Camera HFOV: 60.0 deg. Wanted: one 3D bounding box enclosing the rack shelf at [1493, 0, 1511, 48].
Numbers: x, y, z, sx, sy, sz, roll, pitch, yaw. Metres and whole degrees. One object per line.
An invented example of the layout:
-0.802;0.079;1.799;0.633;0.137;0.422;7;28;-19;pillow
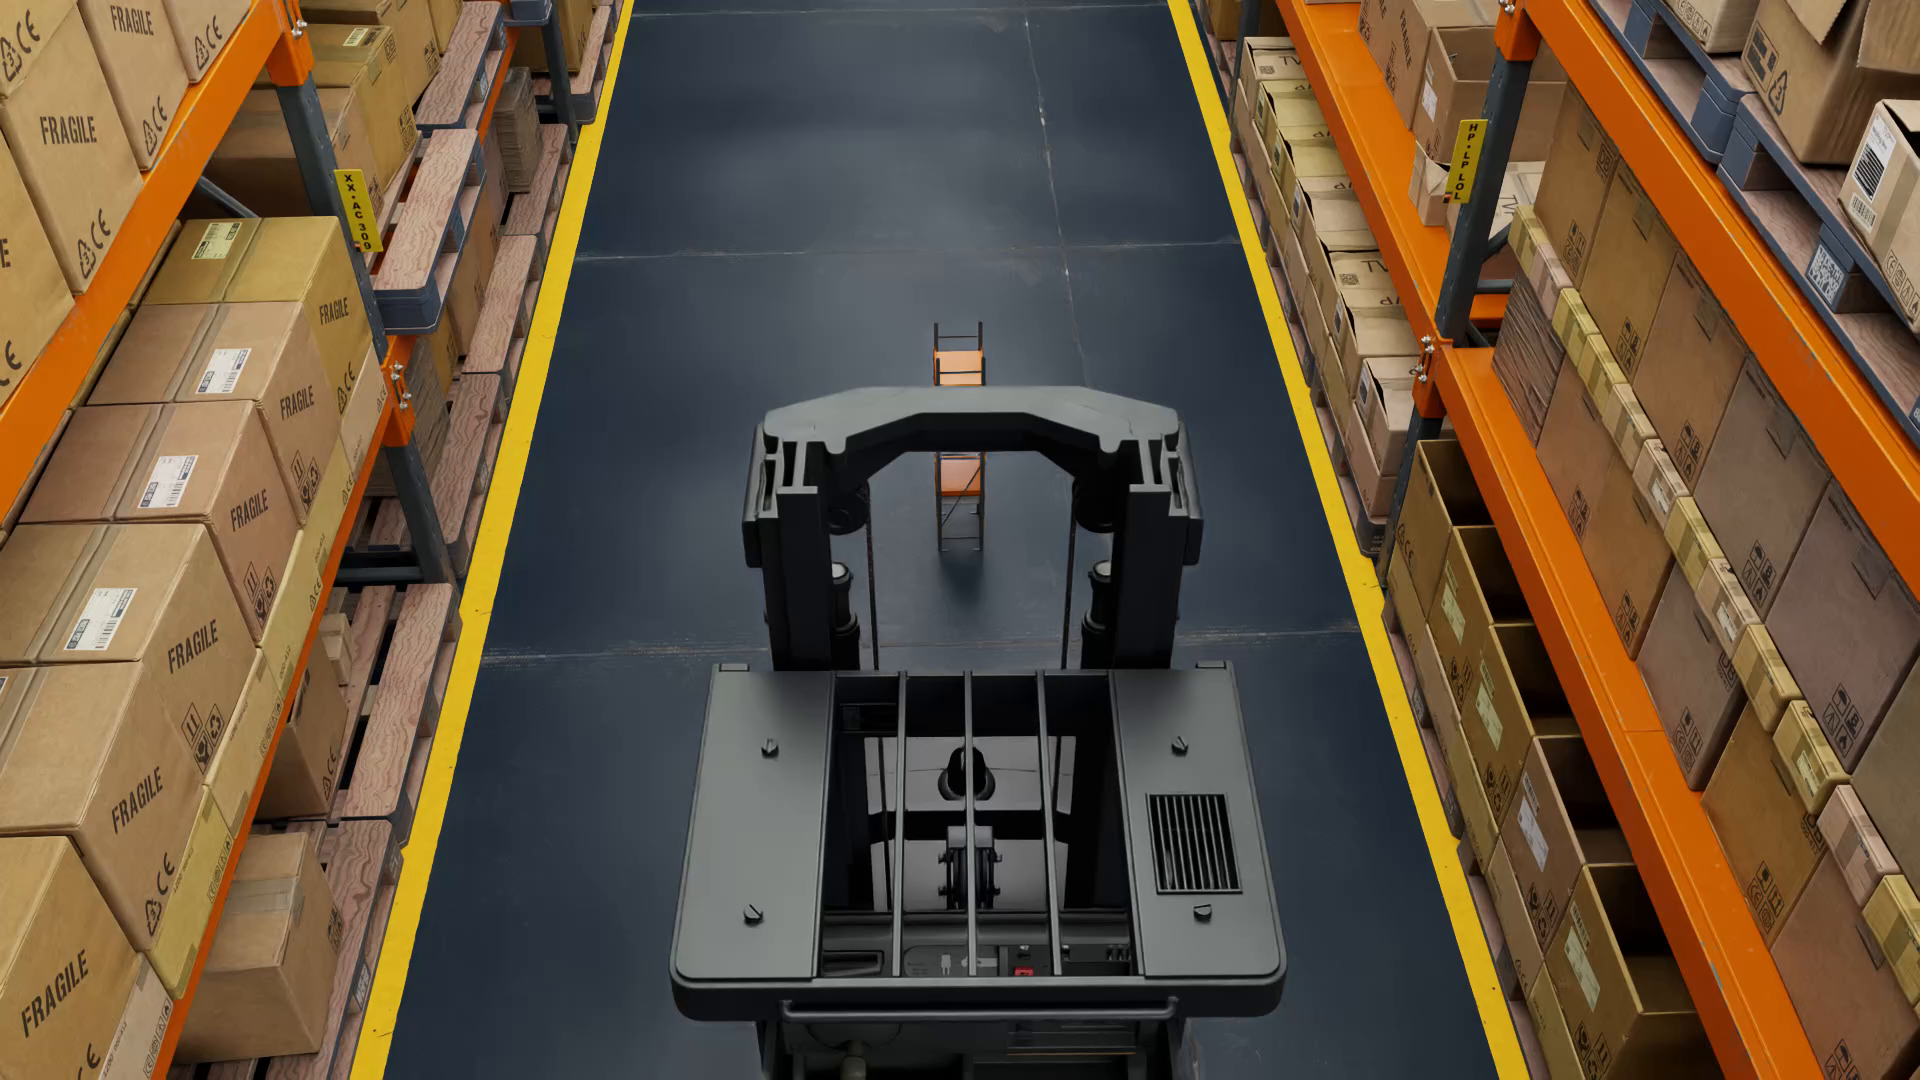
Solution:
2.228;-3.138;6.916;1.077;0.370;4.000;-2;43;-2;rack shelf

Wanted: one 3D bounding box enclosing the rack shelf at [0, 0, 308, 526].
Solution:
-2.551;-0.293;3.812;1.077;0.370;4.000;-2;43;-2;rack shelf

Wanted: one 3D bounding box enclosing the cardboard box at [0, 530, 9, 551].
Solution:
-2.758;0.328;4.363;0.500;0.500;0.500;-1;43;-1;cardboard box

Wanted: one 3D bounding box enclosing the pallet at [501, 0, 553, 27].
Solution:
-2.669;-2.954;8.545;1.213;0.211;1.003;-2;43;-2;pallet

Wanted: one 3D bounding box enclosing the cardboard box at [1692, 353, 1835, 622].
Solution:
2.402;-0.147;4.306;0.700;0.500;0.500;-2;43;-2;cardboard box

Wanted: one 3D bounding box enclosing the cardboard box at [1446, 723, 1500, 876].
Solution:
2.062;0.909;5.913;0.500;0.250;0.500;-2;43;-2;cardboard box

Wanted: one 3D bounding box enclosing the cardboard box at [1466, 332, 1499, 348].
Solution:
2.528;-0.920;7.492;0.500;0.311;0.500;-2;43;-2;cardboard box

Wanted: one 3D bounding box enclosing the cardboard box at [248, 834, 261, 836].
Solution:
-2.588;1.166;5.692;0.380;0.149;0.250;-5;43;-5;cardboard box

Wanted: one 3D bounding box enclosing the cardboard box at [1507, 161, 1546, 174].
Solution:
2.480;-1.459;6.957;0.380;0.149;0.250;-2;43;-2;cardboard box

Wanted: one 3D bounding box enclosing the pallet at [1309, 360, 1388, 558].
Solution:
2.243;-0.416;7.697;1.003;0.211;1.213;-2;43;-2;pallet

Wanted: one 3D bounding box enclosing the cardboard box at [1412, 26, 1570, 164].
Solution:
2.274;-1.859;7.134;0.500;0.500;0.500;1;43;1;cardboard box

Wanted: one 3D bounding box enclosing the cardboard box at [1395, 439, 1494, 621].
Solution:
2.020;-0.043;6.396;0.500;0.500;0.500;-2;43;-2;cardboard box

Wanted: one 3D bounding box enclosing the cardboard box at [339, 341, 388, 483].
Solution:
-2.313;-0.444;5.760;0.500;0.250;0.500;-2;43;-2;cardboard box

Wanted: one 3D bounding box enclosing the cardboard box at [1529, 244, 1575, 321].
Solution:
2.142;-0.867;5.572;0.380;0.149;0.250;-1;43;-1;cardboard box

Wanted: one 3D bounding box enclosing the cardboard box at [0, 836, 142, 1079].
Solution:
-2.197;1.004;3.625;0.500;0.500;0.500;-2;43;-2;cardboard box

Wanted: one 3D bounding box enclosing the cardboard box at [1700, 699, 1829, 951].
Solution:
2.434;0.711;4.330;0.700;0.500;0.500;-1;43;-2;cardboard box

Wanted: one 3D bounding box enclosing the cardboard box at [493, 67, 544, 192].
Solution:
-2.723;-2.259;9.169;0.700;0.500;0.500;-1;43;-1;cardboard box

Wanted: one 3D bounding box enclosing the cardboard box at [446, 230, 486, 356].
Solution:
-2.737;-1.233;8.049;0.700;0.500;0.500;-1;43;-1;cardboard box

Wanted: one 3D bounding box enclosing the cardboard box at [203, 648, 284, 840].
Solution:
-2.241;0.571;4.653;0.500;0.250;0.500;-1;43;-1;cardboard box

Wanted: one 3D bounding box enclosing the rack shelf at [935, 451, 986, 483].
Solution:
-0.002;-0.415;7.092;0.215;0.259;0.240;-2;43;-2;rack shelf

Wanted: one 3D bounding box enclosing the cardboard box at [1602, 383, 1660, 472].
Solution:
2.176;-0.347;5.004;0.380;0.149;0.250;-3;43;-3;cardboard box

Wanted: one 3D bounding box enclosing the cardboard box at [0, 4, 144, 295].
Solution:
-2.297;-0.904;3.857;0.500;0.500;0.500;-3;43;-3;cardboard box

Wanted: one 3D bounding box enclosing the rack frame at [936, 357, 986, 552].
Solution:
0.003;-0.341;6.994;0.200;1.050;0.008;-2;43;-2;rack frame

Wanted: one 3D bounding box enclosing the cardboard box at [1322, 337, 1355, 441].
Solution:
1.986;-0.702;7.670;0.500;0.250;0.500;-2;43;-2;cardboard box

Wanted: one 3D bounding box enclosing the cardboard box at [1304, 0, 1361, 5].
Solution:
1.988;-3.006;8.525;0.500;0.311;0.500;-2;43;-2;cardboard box

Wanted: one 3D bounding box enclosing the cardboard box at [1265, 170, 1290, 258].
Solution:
1.922;-1.737;8.799;0.500;0.250;0.500;-3;43;-3;cardboard box

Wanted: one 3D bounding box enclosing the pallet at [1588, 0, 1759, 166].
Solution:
2.375;-1.445;4.602;1.003;0.211;1.213;-2;43;-2;pallet

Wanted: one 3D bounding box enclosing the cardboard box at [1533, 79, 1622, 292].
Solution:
2.338;-1.163;5.415;0.700;0.500;0.500;-1;43;-2;cardboard box

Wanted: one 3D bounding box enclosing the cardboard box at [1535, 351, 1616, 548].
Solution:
2.367;-0.329;5.465;0.700;0.500;0.500;-2;43;-2;cardboard box

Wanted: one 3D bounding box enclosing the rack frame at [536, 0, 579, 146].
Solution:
-2.806;-3.503;9.002;1.000;3.000;0.127;-2;43;-2;rack frame

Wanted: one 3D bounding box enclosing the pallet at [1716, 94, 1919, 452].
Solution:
2.424;-0.624;3.706;1.003;0.211;1.213;-2;43;-2;pallet

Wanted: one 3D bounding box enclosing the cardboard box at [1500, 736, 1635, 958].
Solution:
2.086;0.970;5.291;0.500;0.500;0.500;-2;43;-2;cardboard box

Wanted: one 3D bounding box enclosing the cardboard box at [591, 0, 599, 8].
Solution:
-2.737;-3.957;10.777;0.750;0.750;0.750;-2;43;-2;cardboard box

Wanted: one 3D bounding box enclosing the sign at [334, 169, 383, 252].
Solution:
-2.094;-1.143;5.786;0.100;0.325;0.005;-2;43;-2;sign

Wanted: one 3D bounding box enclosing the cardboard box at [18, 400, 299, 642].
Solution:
-2.269;-0.044;4.769;0.500;0.500;0.500;-3;43;-3;cardboard box

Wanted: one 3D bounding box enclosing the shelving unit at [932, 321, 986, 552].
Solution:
-0.002;-0.423;7.084;0.215;1.050;0.252;-2;43;-2;shelving unit

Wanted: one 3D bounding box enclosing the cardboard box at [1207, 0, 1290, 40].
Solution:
1.869;-3.513;10.537;0.500;0.500;0.500;0;43;0;cardboard box

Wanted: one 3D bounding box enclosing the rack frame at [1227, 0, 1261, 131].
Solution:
2.143;-3.648;9.159;1.000;3.000;0.127;-2;43;-2;rack frame

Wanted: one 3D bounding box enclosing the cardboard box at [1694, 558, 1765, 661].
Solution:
2.208;0.177;4.432;0.380;0.149;0.250;-2;43;-2;cardboard box

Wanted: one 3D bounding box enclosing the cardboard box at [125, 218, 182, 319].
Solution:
-2.825;-0.708;5.493;0.500;0.500;0.500;-3;43;-3;cardboard box

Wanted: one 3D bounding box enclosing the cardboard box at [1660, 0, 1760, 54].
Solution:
2.094;-1.515;4.264;0.500;0.311;0.500;-4;43;-4;cardboard box

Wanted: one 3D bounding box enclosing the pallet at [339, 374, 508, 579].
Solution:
-2.670;-0.300;7.571;1.003;0.211;1.213;-2;43;-2;pallet

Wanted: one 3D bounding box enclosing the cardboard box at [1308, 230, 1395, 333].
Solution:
1.962;-1.249;7.851;0.500;0.311;0.500;-2;43;-2;cardboard box

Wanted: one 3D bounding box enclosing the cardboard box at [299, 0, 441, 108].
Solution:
-2.699;-2.167;7.145;0.700;0.500;0.500;4;43;4;cardboard box

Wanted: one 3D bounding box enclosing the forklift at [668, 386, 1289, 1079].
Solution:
0.029;1.215;3.905;1.130;2.935;3.031;0;43;0;forklift

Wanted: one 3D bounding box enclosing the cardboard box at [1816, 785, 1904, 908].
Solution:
2.244;0.705;3.856;0.380;0.149;0.250;-1;43;-1;cardboard box

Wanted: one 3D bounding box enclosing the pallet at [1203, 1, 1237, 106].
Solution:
2.149;-3.125;10.653;1.003;0.211;1.213;-2;43;-2;pallet

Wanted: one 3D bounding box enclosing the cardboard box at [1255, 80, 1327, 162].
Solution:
1.903;-2.279;8.976;0.500;0.311;0.500;-3;43;-3;cardboard box
